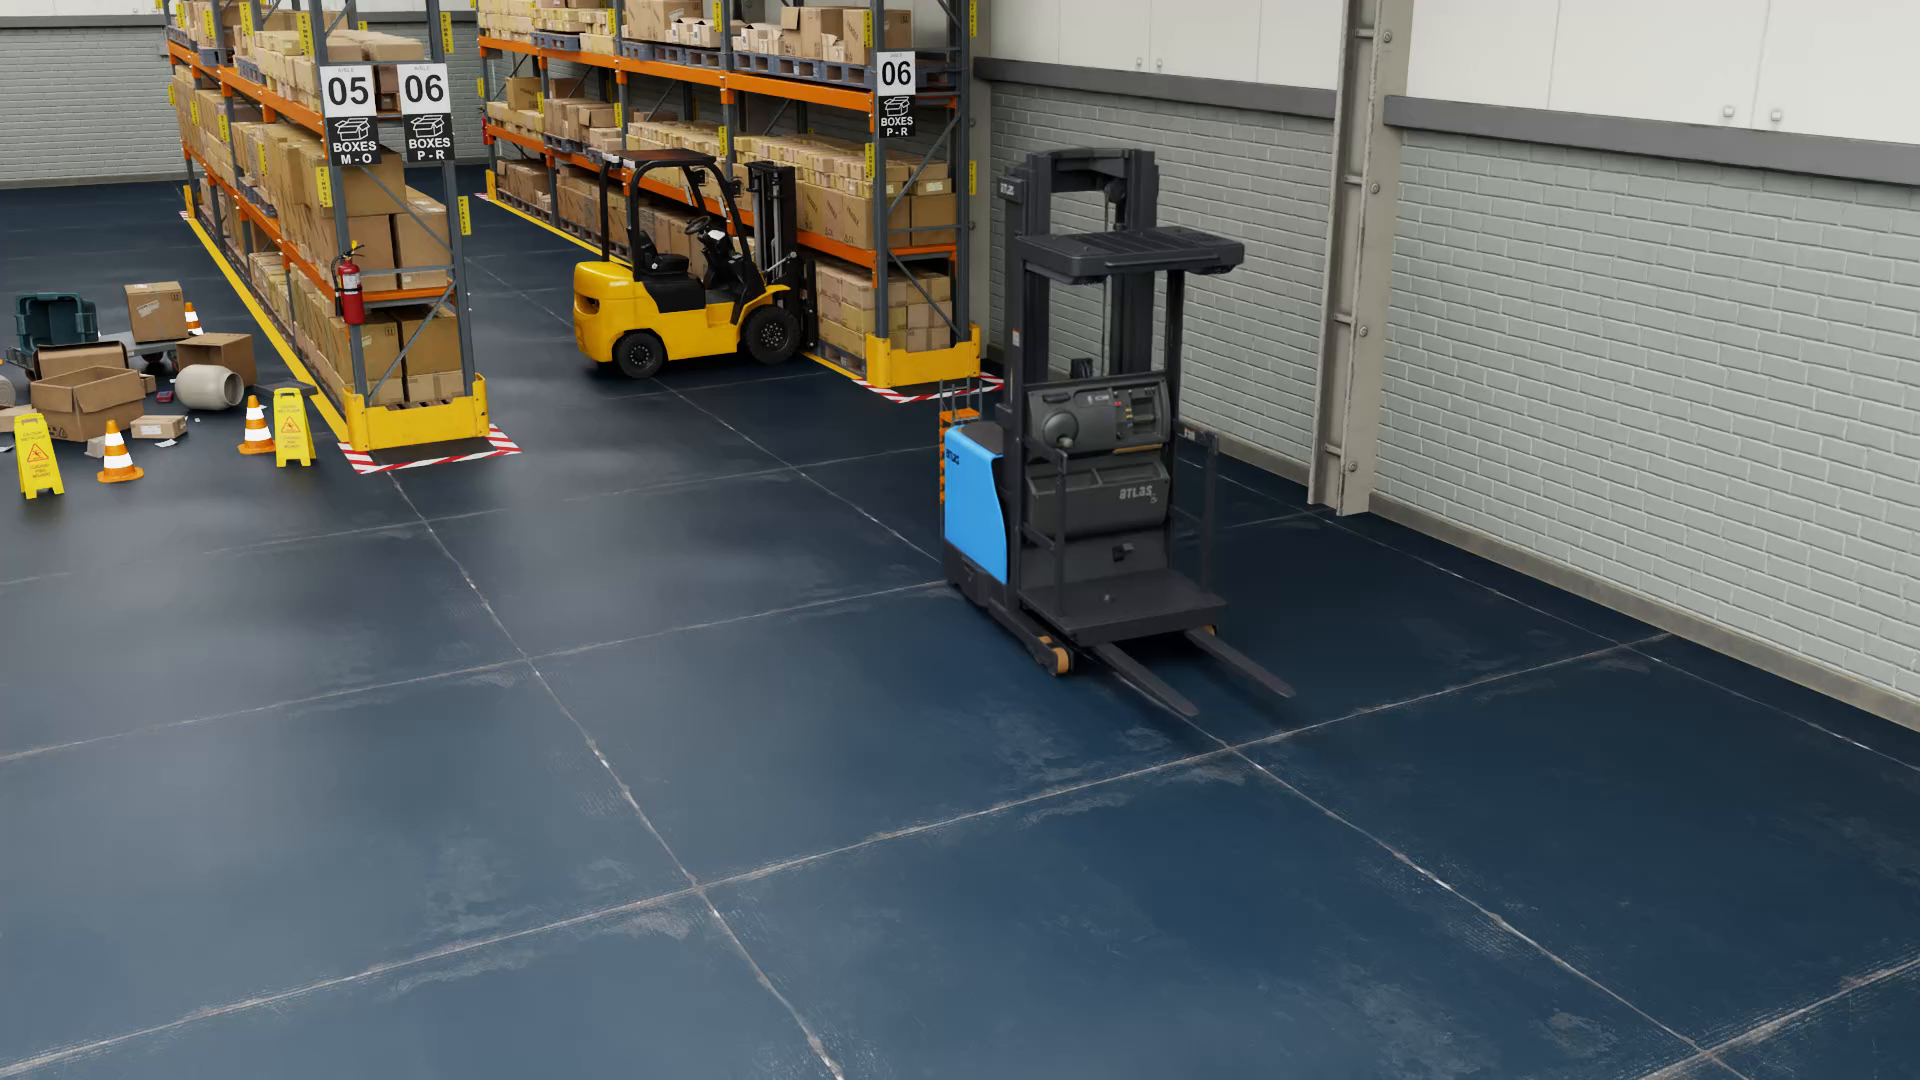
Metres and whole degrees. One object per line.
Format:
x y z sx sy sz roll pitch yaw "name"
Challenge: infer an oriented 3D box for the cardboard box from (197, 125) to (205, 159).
-10.885 -5.877 24.412 0.500 0.500 0.500 -10 21 -26 "cardboard box"

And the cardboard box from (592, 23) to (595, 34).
-4.993 -7.259 23.589 0.380 0.149 0.250 -10 21 -26 "cardboard box"

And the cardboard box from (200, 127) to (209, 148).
-10.479 -5.732 23.607 0.500 0.250 0.500 -11 22 -28 "cardboard box"

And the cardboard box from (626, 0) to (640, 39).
-4.044 -6.823 21.758 0.500 0.500 0.500 -10 21 -26 "cardboard box"

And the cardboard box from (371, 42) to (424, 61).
-4.731 -4.101 13.983 0.380 0.149 0.250 -10 21 -27 "cardboard box"

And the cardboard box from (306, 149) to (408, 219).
-5.176 -3.065 14.273 0.700 0.500 0.500 -11 22 -28 "cardboard box"

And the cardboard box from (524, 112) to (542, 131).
-6.781 -6.826 27.088 0.500 0.250 0.500 -10 21 -26 "cardboard box"

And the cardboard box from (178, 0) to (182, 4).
-11.514 -7.994 25.150 0.500 0.500 0.500 -10 21 -26 "cardboard box"

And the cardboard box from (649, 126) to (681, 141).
-3.874 -5.356 21.905 0.380 0.149 0.250 -10 21 -26 "cardboard box"

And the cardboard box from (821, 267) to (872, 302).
-1.116 -2.662 17.287 0.500 0.250 0.500 -10 21 -26 "cardboard box"

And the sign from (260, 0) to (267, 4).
-9.967 -7.634 23.784 0.100 0.325 0.005 -10 21 -27 "sign"

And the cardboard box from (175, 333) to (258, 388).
-7.329 -1.741 16.407 0.500 0.500 0.500 4 19 11 "cardboard box"

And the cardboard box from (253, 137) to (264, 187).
-7.538 -4.215 18.494 0.500 0.500 0.500 -9 21 -25 "cardboard box"

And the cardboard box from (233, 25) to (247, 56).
-8.099 -5.780 19.531 0.700 0.500 0.500 -10 21 -27 "cardboard box"

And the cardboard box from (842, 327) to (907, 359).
-0.876 -2.046 17.034 0.500 0.250 0.500 -10 21 -26 "cardboard box"

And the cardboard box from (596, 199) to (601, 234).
-5.043 -4.758 24.510 0.500 0.500 0.500 -9 21 -24 "cardboard box"

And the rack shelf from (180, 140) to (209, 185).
-11.389 -5.970 25.938 1.077 0.370 4.000 -10 21 -27 "rack shelf"

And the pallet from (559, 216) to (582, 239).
-5.654 -4.960 26.183 1.003 0.211 1.213 -10 21 -27 "pallet"

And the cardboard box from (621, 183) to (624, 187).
-4.899 -5.327 25.163 0.380 0.149 0.250 -11 22 -29 "cardboard box"

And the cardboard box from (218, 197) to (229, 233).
-10.643 -4.921 25.077 0.875 0.438 0.875 -10 22 -27 "cardboard box"

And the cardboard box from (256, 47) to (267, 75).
-6.673 -4.759 16.499 0.500 0.250 0.500 -10 22 -28 "cardboard box"

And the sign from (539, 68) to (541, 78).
-7.475 -8.432 29.708 0.100 0.325 0.005 -10 21 -27 "sign"

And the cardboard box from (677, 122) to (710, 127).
-3.618 -5.592 22.591 0.380 0.149 0.250 -9 21 -25 "cardboard box"

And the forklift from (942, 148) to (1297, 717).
0.925 -0.744 9.795 1.130 2.935 3.031 -8 21 -22 "forklift"

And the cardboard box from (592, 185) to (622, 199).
-5.236 -5.169 24.707 0.380 0.149 0.250 -11 22 -29 "cardboard box"

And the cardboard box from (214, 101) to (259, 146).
-9.267 -5.362 21.386 0.500 0.500 0.500 -10 21 -26 "cardboard box"

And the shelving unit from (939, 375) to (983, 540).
0.007 -0.563 11.924 0.258 1.200 0.189 -10 21 -27 "shelving unit"

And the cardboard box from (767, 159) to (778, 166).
-1.907 -4.129 18.351 0.380 0.149 0.250 -10 22 -27 "cardboard box"

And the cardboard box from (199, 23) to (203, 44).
-9.502 -6.482 21.282 0.396 0.266 0.258 -11 22 -28 "cardboard box"

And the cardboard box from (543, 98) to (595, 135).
-6.040 -6.579 25.801 0.700 0.500 0.500 -9 21 -25 "cardboard box"

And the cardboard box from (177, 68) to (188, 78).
-12.064 -7.337 26.115 0.380 0.149 0.250 -11 22 -28 "cardboard box"

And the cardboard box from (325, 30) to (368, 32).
-6.107 -4.996 16.576 0.380 0.149 0.250 -11 22 -28 "cardboard box"

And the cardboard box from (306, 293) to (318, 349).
-6.089 -2.181 16.275 0.500 0.500 0.500 -9 21 -24 "cardboard box"

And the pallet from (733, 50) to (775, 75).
-1.846 -5.345 18.560 1.003 0.211 1.213 -10 21 -27 "pallet"

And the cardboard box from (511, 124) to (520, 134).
-7.347 -6.949 28.056 0.380 0.149 0.250 -9 21 -25 "cardboard box"

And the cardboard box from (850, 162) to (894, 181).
-0.875 -3.692 16.629 0.380 0.149 0.250 -10 21 -27 "cardboard box"

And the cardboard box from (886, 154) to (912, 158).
-0.683 -3.913 17.268 0.380 0.149 0.250 -10 21 -26 "cardboard box"

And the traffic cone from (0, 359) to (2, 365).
-10.257 -2.064 17.403 0.336 0.463 0.334 -10 21 -27 "traffic cone"

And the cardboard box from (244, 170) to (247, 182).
-8.355 -4.374 19.949 0.380 0.149 0.250 -12 22 -30 "cardboard box"

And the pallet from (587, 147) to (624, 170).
-4.557 -5.451 23.624 1.213 0.211 1.003 -10 21 -27 "pallet"

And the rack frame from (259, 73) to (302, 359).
-6.641 -3.440 17.502 1.000 3.000 0.127 -10 21 -27 "rack frame"

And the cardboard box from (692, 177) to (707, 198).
-2.987 -4.386 20.475 0.500 0.250 0.500 -10 21 -27 "cardboard box"

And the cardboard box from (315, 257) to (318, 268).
-5.776 -2.603 15.463 0.380 0.149 0.250 -10 22 -27 "cardboard box"

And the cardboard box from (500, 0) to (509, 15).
-7.256 -8.777 27.376 0.500 0.250 0.500 -9 21 -25 "cardboard box"

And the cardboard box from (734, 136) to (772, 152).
-2.384 -4.567 19.164 0.380 0.149 0.250 -10 21 -26 "cardboard box"

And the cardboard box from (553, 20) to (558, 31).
-5.794 -7.611 24.579 0.380 0.149 0.250 -10 22 -27 "cardboard box"

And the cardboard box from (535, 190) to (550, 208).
-6.766 -5.629 27.394 0.396 0.266 0.258 -9 21 -25 "cardboard box"

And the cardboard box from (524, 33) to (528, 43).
-6.737 -8.012 26.539 0.380 0.149 0.250 -9 21 -25 "cardboard box"

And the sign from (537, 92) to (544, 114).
-6.547 -6.829 25.997 0.100 0.325 0.005 -10 21 -27 "sign"

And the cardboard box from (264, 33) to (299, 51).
-6.411 -4.748 15.857 0.380 0.149 0.250 -10 21 -27 "cardboard box"

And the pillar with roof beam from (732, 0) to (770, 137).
-6.550 -7.292 19.469 9.100 9.000 0.400 -10 21 -27 "pillar with roof beam"

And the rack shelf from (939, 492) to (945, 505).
0.007 -0.294 12.016 0.258 0.103 0.180 -10 21 -27 "rack shelf"

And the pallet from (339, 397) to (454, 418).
-5.132 -1.234 15.384 1.003 0.211 1.213 -10 21 -27 "pallet"

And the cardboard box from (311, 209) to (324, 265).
-5.475 -2.737 14.856 0.500 0.500 0.500 -10 21 -27 "cardboard box"

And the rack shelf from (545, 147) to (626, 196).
-5.123 -5.592 24.842 1.077 0.370 4.000 -10 21 -27 "rack shelf"
